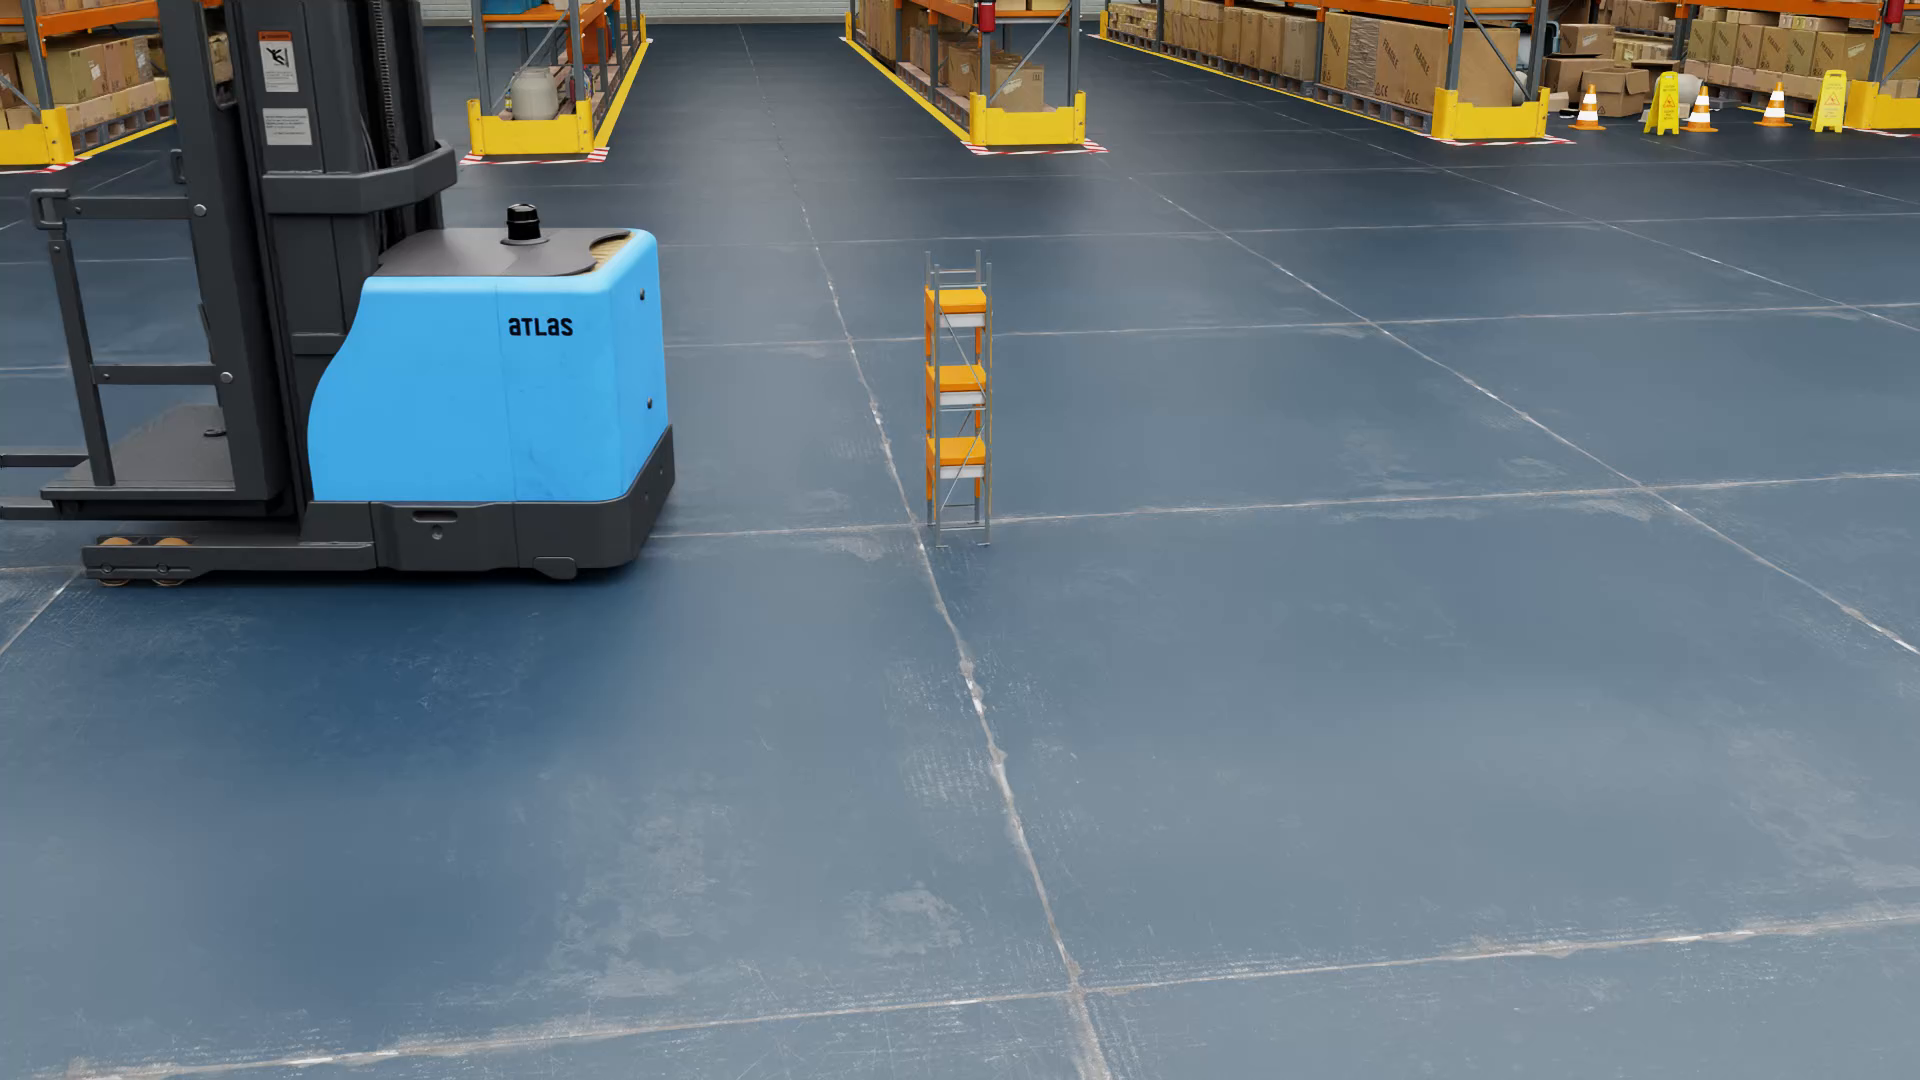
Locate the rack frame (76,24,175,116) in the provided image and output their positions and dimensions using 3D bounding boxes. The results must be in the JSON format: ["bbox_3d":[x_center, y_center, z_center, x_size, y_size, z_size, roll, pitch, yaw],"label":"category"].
[{"bbox_3d":[-9.673,-6.394,19.048,1.000,3.000,0.127,-3,21,-8],"label":"rack frame"}]

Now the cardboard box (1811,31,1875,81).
[{"bbox_3d":[10.140,-5.531,18.997,0.500,0.500,0.500,-3,21,-7],"label":"cardboard box"}]

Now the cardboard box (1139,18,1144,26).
[{"bbox_3d":[3.437,-9.335,29.971,0.380,0.149,0.250,-2,21,-6],"label":"cardboard box"}]

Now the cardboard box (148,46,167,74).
[{"bbox_3d":[-9.486,-5.721,19.774,0.500,0.311,0.500,-3,21,-8],"label":"cardboard box"}]

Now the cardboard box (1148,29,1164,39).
[{"bbox_3d":[3.506,-8.857,29.117,0.380,0.149,0.250,-3,21,-7],"label":"cardboard box"}]

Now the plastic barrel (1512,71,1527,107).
[{"bbox_3d":[6.735,-5.585,20.565,0.512,0.421,0.421,12,24,30],"label":"plastic barrel"}]

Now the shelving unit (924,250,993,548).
[{"bbox_3d":[-0.008,-0.510,6.082,0.215,1.050,0.252,-3,21,-8],"label":"shelving unit"}]

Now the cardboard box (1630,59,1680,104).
[{"bbox_3d":[8.745,-5.783,20.981,0.500,0.500,0.500,12,24,29],"label":"cardboard box"}]

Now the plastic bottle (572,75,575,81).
[{"bbox_3d":[-4.416,-5.175,19.039,0.061,0.283,0.133,-3,21,-8],"label":"plastic bottle"}]

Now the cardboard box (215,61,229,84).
[{"bbox_3d":[-9.708,-5.987,21.289,0.500,0.250,0.500,-3,21,-7],"label":"cardboard box"}]

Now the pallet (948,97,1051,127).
[{"bbox_3d":[0.441,-4.932,19.119,1.003,0.211,1.213,-3,21,-8],"label":"pallet"}]

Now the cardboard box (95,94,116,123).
[{"bbox_3d":[-9.101,-4.461,17.201,0.500,0.250,0.500,-3,21,-8],"label":"cardboard box"}]

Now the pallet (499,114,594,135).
[{"bbox_3d":[-4.364,-4.257,17.311,1.003,0.211,1.213,-3,21,-8],"label":"pallet"}]

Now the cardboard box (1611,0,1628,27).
[{"bbox_3d":[13.198,-10.310,32.505,0.700,0.500,0.500,-2,21,-6],"label":"cardboard box"}]

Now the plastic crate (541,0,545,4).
[{"bbox_3d":[-4.854,-6.059,18.454,0.450,0.188,0.662,-3,21,-8],"label":"plastic crate"}]

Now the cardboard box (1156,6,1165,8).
[{"bbox_3d":[3.790,-9.779,30.734,0.380,0.149,0.250,-4,21,-10],"label":"cardboard box"}]

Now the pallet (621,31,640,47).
[{"bbox_3d":[-6.420,-9.203,30.556,1.003,0.211,1.213,-3,21,-8],"label":"pallet"}]

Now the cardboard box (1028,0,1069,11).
[{"bbox_3d":[0.902,-5.500,17.015,0.380,0.149,0.250,-3,21,-8],"label":"cardboard box"}]

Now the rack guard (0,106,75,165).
[{"bbox_3d":[-9.093,-3.830,15.755,1.175,0.500,0.348,-3,21,-8],"label":"rack guard"}]

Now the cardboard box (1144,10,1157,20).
[{"bbox_3d":[3.472,-9.300,29.452,0.380,0.149,0.250,-3,21,-8],"label":"cardboard box"}]

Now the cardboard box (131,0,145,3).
[{"bbox_3d":[-9.603,-6.287,18.620,0.700,0.500,0.500,-3,21,-9],"label":"cardboard box"}]

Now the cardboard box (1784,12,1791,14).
[{"bbox_3d":[13.892,-8.796,27.526,0.380,0.149,0.250,-2,21,-6],"label":"cardboard box"}]

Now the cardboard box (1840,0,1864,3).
[{"bbox_3d":[10.102,-6.090,18.594,0.380,0.149,0.250,-3,21,-8],"label":"cardboard box"}]

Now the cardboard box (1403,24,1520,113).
[{"bbox_3d":[5.467,-5.155,18.168,0.875,0.875,0.875,-3,21,-7],"label":"cardboard box"}]

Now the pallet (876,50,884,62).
[{"bbox_3d":[-0.837,-8.092,27.581,1.003,0.211,1.213,-3,21,-8],"label":"pallet"}]

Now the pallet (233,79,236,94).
[{"bbox_3d":[-10.170,-6.186,22.476,1.003,0.211,1.213,-3,21,-8],"label":"pallet"}]

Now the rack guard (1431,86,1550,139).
[{"bbox_3d":[5.633,-4.543,17.666,1.175,0.500,0.348,-3,21,-8],"label":"rack guard"}]

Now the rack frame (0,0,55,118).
[{"bbox_3d":[-9.096,-5.009,15.340,1.000,3.000,0.127,-3,21,-8],"label":"rack frame"}]

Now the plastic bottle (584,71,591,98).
[{"bbox_3d":[-4.319,-5.221,19.065,0.144,0.351,0.185,-3,21,-8],"label":"plastic bottle"}]

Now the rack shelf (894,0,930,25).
[{"bbox_3d":[-0.158,-7.248,22.362,1.077,0.370,4.000,-3,21,-8],"label":"rack shelf"}]

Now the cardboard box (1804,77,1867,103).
[{"bbox_3d":[10.127,-5.190,19.156,0.500,0.250,0.500,-3,21,-8],"label":"cardboard box"}]

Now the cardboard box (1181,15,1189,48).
[{"bbox_3d":[3.911,-8.270,27.044,0.500,0.500,0.500,-3,21,-7],"label":"cardboard box"}]

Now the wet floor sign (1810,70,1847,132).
[{"bbox_3d":[9.482,-4.784,18.104,0.267,0.644,0.232,4,21,11],"label":"wet floor sign"}]

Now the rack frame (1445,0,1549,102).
[{"bbox_3d":[5.630,-5.722,17.251,1.000,3.000,0.127,-3,21,-8],"label":"rack frame"}]

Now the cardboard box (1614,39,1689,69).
[{"bbox_3d":[9.752,-6.788,23.259,0.950,0.372,0.625,-2,21,-4],"label":"cardboard box"}]

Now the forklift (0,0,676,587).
[{"bbox_3d":[-2.655,-1.396,5.764,3.031,2.935,1.130,0,20,1],"label":"forklift"}]

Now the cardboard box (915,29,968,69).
[{"bbox_3d":[-0.237,-6.890,23.320,0.700,0.500,0.500,-5,21,-12],"label":"cardboard box"}]

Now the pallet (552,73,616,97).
[{"bbox_3d":[-5.102,-6.029,22.058,1.003,0.211,1.213,-3,21,-8],"label":"pallet"}]

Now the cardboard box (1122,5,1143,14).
[{"bbox_3d":[3.249,-9.939,31.163,0.380,0.149,0.250,-4,21,-10],"label":"cardboard box"}]

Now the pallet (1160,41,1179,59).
[{"bbox_3d":[4.014,-8.301,28.141,1.003,0.211,1.213,-3,21,-8],"label":"pallet"}]

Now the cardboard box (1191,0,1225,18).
[{"bbox_3d":[3.977,-8.444,26.438,0.500,0.250,0.500,-2,21,-6],"label":"cardboard box"}]

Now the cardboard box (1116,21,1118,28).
[{"bbox_3d":[3.201,-9.839,31.747,0.380,0.149,0.250,-3,21,-8],"label":"cardboard box"}]

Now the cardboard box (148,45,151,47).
[{"bbox_3d":[-10.096,-5.871,20.176,0.500,0.311,0.500,-2,21,-6],"label":"cardboard box"}]

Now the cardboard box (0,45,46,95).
[{"bbox_3d":[-9.627,-4.785,16.999,0.500,0.500,0.500,-3,21,-8],"label":"cardboard box"}]

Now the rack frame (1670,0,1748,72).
[{"bbox_3d":[9.937,-7.392,21.721,1.000,3.000,0.127,-3,21,-8],"label":"rack frame"}]

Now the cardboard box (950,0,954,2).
[{"bbox_3d":[0.093,-6.166,18.798,0.380,0.149,0.250,-3,21,-8],"label":"cardboard box"}]

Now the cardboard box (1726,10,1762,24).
[{"bbox_3d":[9.789,-6.514,20.700,0.380,0.149,0.250,-2,21,-6],"label":"cardboard box"}]

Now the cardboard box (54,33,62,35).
[{"bbox_3d":[-16.032,-8.913,28.765,0.700,0.500,0.500,-3,21,-8],"label":"cardboard box"}]

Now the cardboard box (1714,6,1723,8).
[{"bbox_3d":[13.600,-9.514,29.446,0.380,0.149,0.250,-3,21,-9],"label":"cardboard box"}]

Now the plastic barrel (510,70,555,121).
[{"bbox_3d":[-4.365,-4.513,16.967,0.421,0.512,0.421,0,20,0],"label":"plastic barrel"}]

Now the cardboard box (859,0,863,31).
[{"bbox_3d":[-1.428,-10.031,31.222,0.875,0.875,0.875,-3,21,-8],"label":"cardboard box"}]
